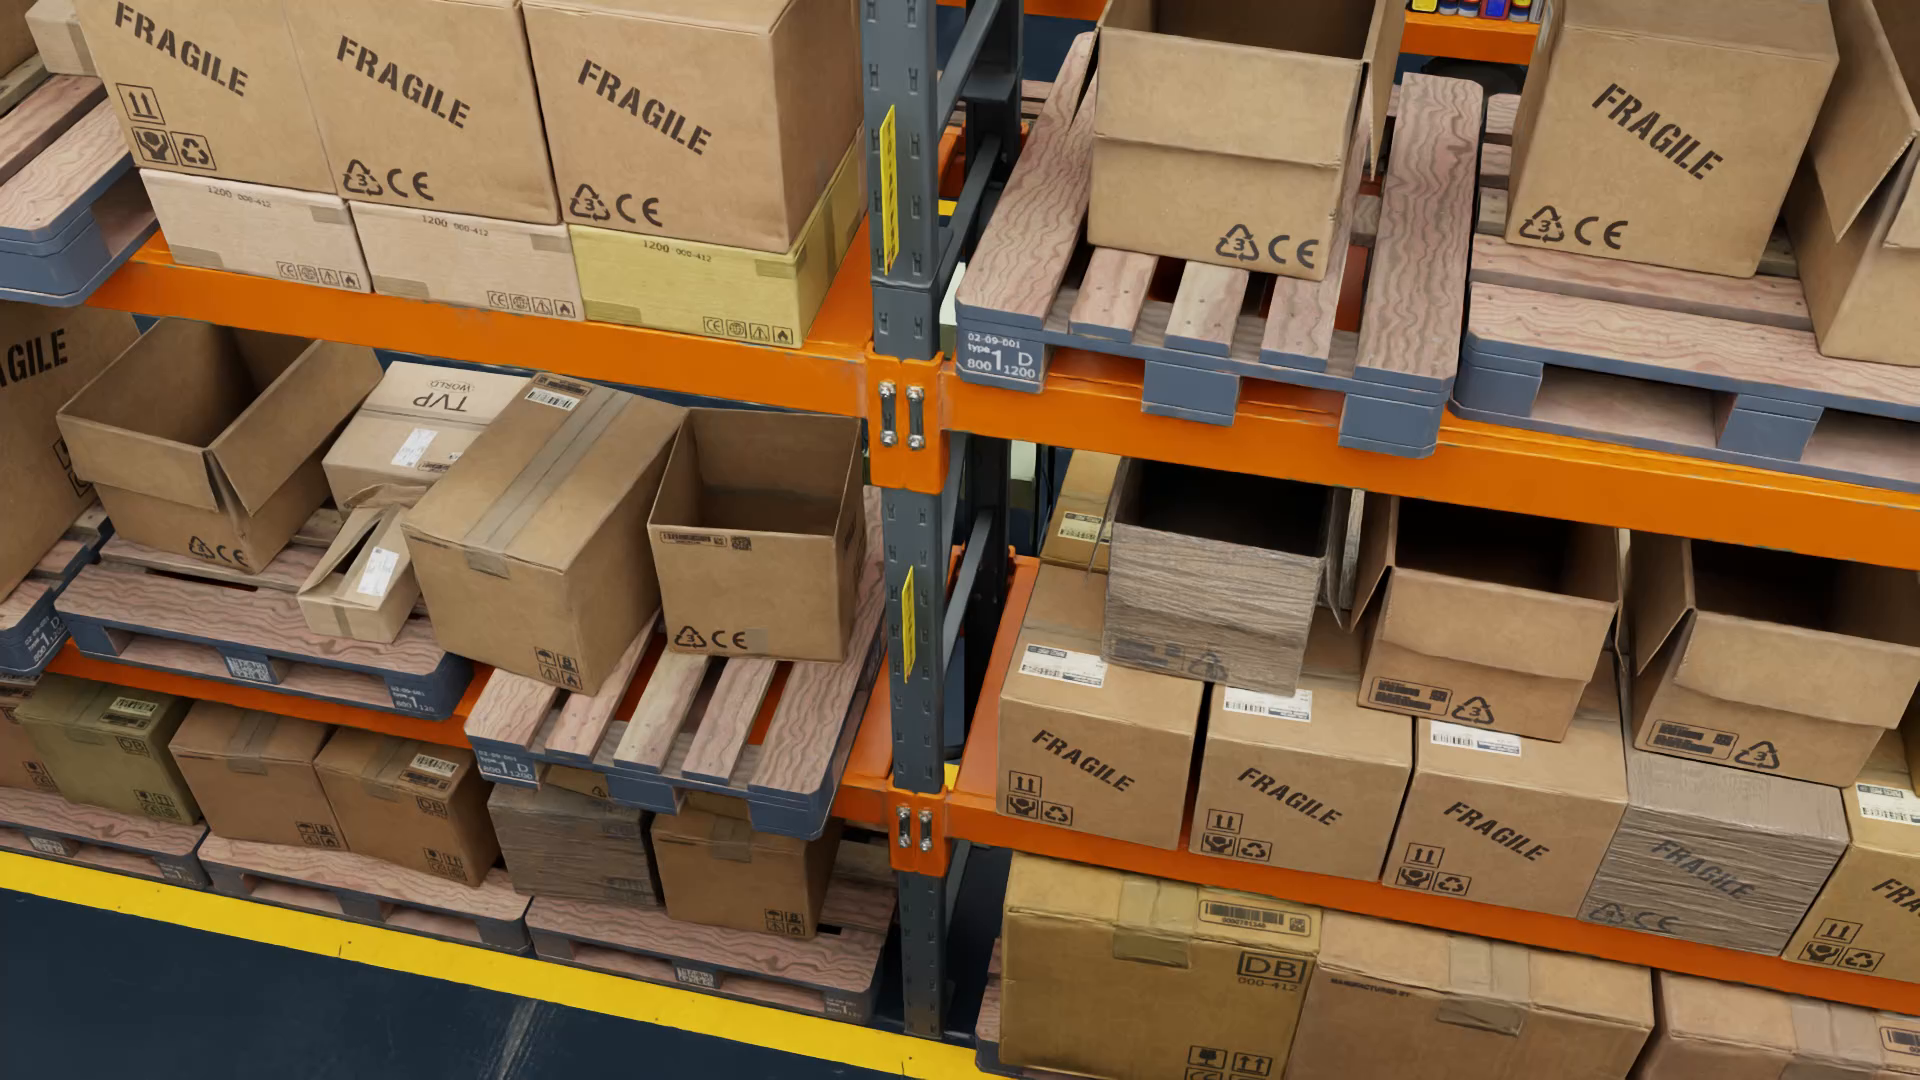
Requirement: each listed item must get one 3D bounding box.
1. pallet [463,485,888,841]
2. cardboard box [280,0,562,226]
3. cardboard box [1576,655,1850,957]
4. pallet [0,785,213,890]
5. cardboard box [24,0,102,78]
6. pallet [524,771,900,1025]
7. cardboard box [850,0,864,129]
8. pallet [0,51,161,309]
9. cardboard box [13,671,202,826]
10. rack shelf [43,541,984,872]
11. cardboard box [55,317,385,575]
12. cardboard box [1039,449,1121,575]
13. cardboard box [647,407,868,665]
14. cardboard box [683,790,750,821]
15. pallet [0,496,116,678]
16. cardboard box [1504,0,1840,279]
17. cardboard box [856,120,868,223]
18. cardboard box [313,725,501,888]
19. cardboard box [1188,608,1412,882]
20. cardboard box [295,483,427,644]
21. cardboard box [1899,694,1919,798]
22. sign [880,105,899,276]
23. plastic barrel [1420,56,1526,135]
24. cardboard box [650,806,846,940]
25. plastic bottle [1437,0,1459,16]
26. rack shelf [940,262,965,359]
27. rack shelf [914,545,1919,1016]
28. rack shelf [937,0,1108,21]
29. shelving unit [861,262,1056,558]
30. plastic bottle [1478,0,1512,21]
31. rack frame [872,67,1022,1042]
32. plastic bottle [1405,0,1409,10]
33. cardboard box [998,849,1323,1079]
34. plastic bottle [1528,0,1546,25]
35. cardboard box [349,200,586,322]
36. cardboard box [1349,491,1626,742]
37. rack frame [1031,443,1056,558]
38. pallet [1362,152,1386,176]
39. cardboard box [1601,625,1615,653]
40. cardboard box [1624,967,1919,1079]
[{"bbox_3d":[-0.733,0.261,4.914,1.003,0.211,1.213,9,45,9],"label":"pallet"},{"bbox_3d":[-1.037,-1.042,3.534,0.500,0.500,0.500,9,45,9],"label":"cardboard box"},{"bbox_3d":[1.892,0.678,4.270,0.500,0.500,0.500,9,45,9],"label":"cardboard box"},{"bbox_3d":[-3.158,0.744,6.285,1.213,0.211,1.003,9,45,9],"label":"pallet"},{"bbox_3d":[-2.066,-1.310,4.110,0.250,0.166,0.380,8,44,8],"label":"cardboard box"},{"bbox_3d":[-0.777,1.113,5.901,1.213,0.211,1.003,9,45,9],"label":"pallet"},{"bbox_3d":[-0.417,-1.314,3.817,0.500,0.500,0.500,9,45,9],"label":"cardboard box"},{"bbox_3d":[-2.326,-1.070,4.132,1.003,0.211,1.213,9,45,9],"label":"pallet"},{"bbox_3d":[-2.862,0.557,5.954,0.500,0.500,0.700,9,45,9],"label":"cardboard box"},{"bbox_3d":[-1.966,0.184,5.374,4.000,0.370,1.077,9,45,9],"label":"rack shelf"},{"bbox_3d":[-2.206,-0.366,5.050,0.637,0.503,0.797,13,45,13],"label":"cardboard box"},{"bbox_3d":[0.521,0.099,4.872,0.500,0.500,0.500,10,45,10],"label":"cardboard box"},{"bbox_3d":[-0.550,-0.014,4.687,0.500,0.500,0.500,4,44,4],"label":"cardboard box"},{"bbox_3d":[-0.675,0.619,5.349,0.500,0.250,0.500,11,45,11],"label":"cardboard box"},{"bbox_3d":[-3.204,-0.095,5.284,1.213,0.211,1.003,9,45,9],"label":"pallet"},{"bbox_3d":[1.458,-0.925,3.471,0.500,0.500,0.500,11,45,11],"label":"cardboard box"},{"bbox_3d":[-0.417,-1.042,4.075,0.500,0.250,0.500,10,45,10],"label":"cardboard box"},{"bbox_3d":[-1.771,0.725,5.779,0.500,0.500,0.700,12,45,12],"label":"cardboard box"},{"bbox_3d":[0.904,0.526,4.428,0.500,0.500,0.500,8,44,8],"label":"cardboard box"},{"bbox_3d":[-1.701,0.055,4.784,0.258,0.266,0.396,8,44,8],"label":"cardboard box"},{"bbox_3d":[2.597,0.233,4.009,0.637,0.503,0.797,9,45,10],"label":"cardboard box"},{"bbox_3d":[-0.135,-0.672,3.210,0.005,0.325,0.100,9,45,9],"label":"sign"},{"bbox_3d":[2.650,-2.173,8.741,0.708,0.588,0.600,9,45,9],"label":"plastic barrel"},{"bbox_3d":[-0.673,0.882,5.616,0.500,0.500,0.700,7,44,7],"label":"cardboard box"},{"bbox_3d":[2.333,-2.632,7.874,0.097,0.271,0.097,0,44,0],"label":"plastic bottle"},{"bbox_3d":[-0.007,-0.823,6.420,0.720,0.370,0.431,9,45,9],"label":"rack shelf"},{"bbox_3d":[1.937,0.790,4.745,4.000,0.370,1.077,9,45,9],"label":"rack shelf"},{"bbox_3d":[-0.885,-3.168,8.857,4.000,0.370,1.077,9,45,9],"label":"rack shelf"},{"bbox_3d":[-0.007,-0.541,6.691,0.755,1.500,0.431,9,45,9],"label":"shelving unit"},{"bbox_3d":[2.537,-2.592,7.824,0.133,0.283,0.061,9,45,9],"label":"plastic bottle"},{"bbox_3d":[-0.014,0.228,4.810,0.127,3.000,1.000,9,45,9],"label":"rack frame"},{"bbox_3d":[2.108,-2.642,7.935,0.097,0.201,0.097,0,44,0],"label":"plastic bottle"},{"bbox_3d":[0.655,0.961,5.278,0.875,0.875,1.225,7,44,7],"label":"cardboard box"},{"bbox_3d":[2.772,-2.585,7.822,0.135,0.276,0.152,9,45,9],"label":"plastic bottle"},{"bbox_3d":[-1.019,-0.771,3.793,0.500,0.250,0.500,9,45,9],"label":"cardboard box"},{"bbox_3d":[1.331,0.053,4.197,0.637,0.503,0.797,10,45,10],"label":"cardboard box"},{"bbox_3d":[0.351,-0.486,6.633,0.023,1.500,0.400,9,45,9],"label":"rack frame"},{"bbox_3d":[1.846,-2.028,9.165,1.213,0.211,1.003,9,45,9],"label":"pallet"},{"bbox_3d":[1.514,0.255,4.710,0.500,0.500,0.500,7,44,8],"label":"cardboard box"},{"bbox_3d":[2.388,1.230,4.999,0.875,0.875,1.225,7,44,8],"label":"cardboard box"}]
